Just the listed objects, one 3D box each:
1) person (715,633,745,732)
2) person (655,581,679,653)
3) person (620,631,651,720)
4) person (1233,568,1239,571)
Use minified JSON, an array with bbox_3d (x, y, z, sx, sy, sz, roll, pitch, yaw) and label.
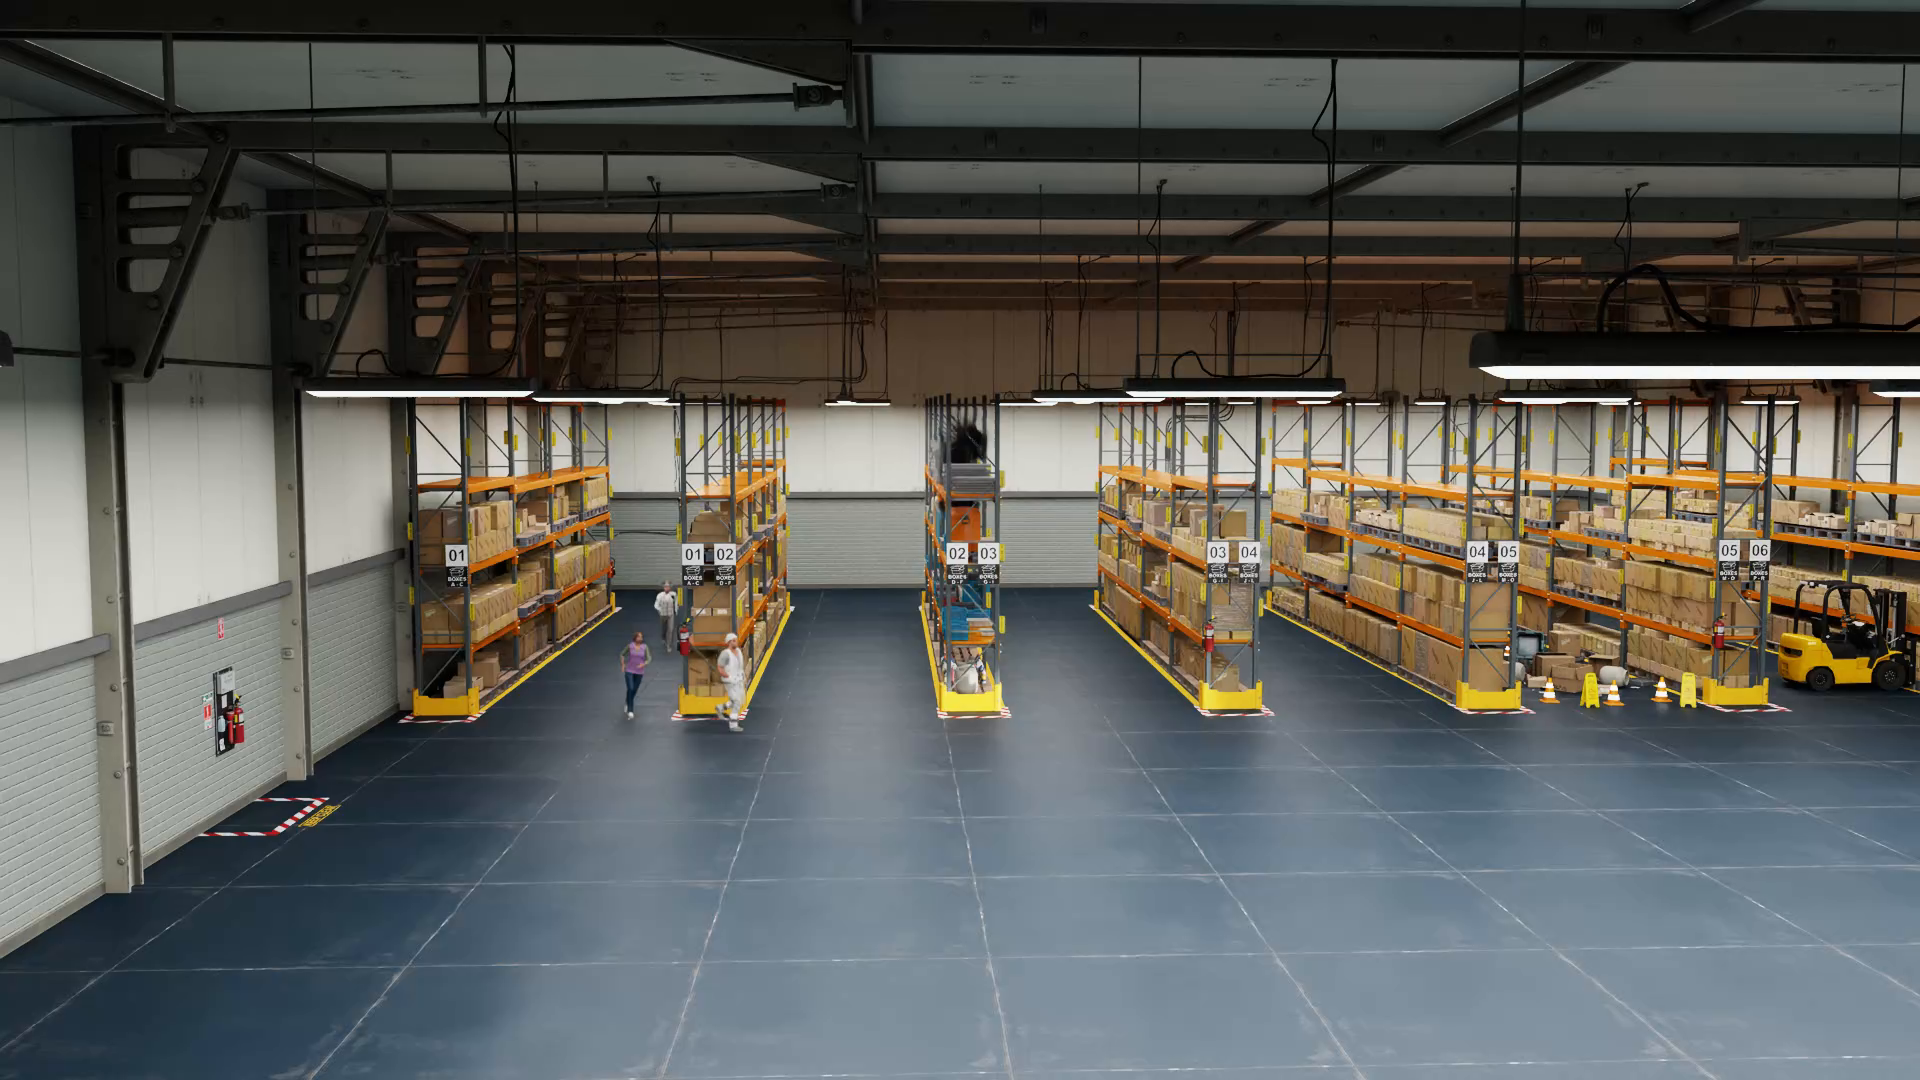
[{"bbox_3d":[-4.096,2.518,29.541,0.676,1.756,0.660,3,5,31],"label":"person"},{"bbox_3d":[-6.911,1.783,39.271,0.600,1.681,0.892,-1,5,-14],"label":"person"},{"bbox_3d":[-6.037,2.494,30.989,0.548,1.602,0.753,-2,5,-22],"label":"person"},{"bbox_3d":[7.699,1.245,45.461,0.658,1.793,0.717,0,5,-4],"label":"person"}]
